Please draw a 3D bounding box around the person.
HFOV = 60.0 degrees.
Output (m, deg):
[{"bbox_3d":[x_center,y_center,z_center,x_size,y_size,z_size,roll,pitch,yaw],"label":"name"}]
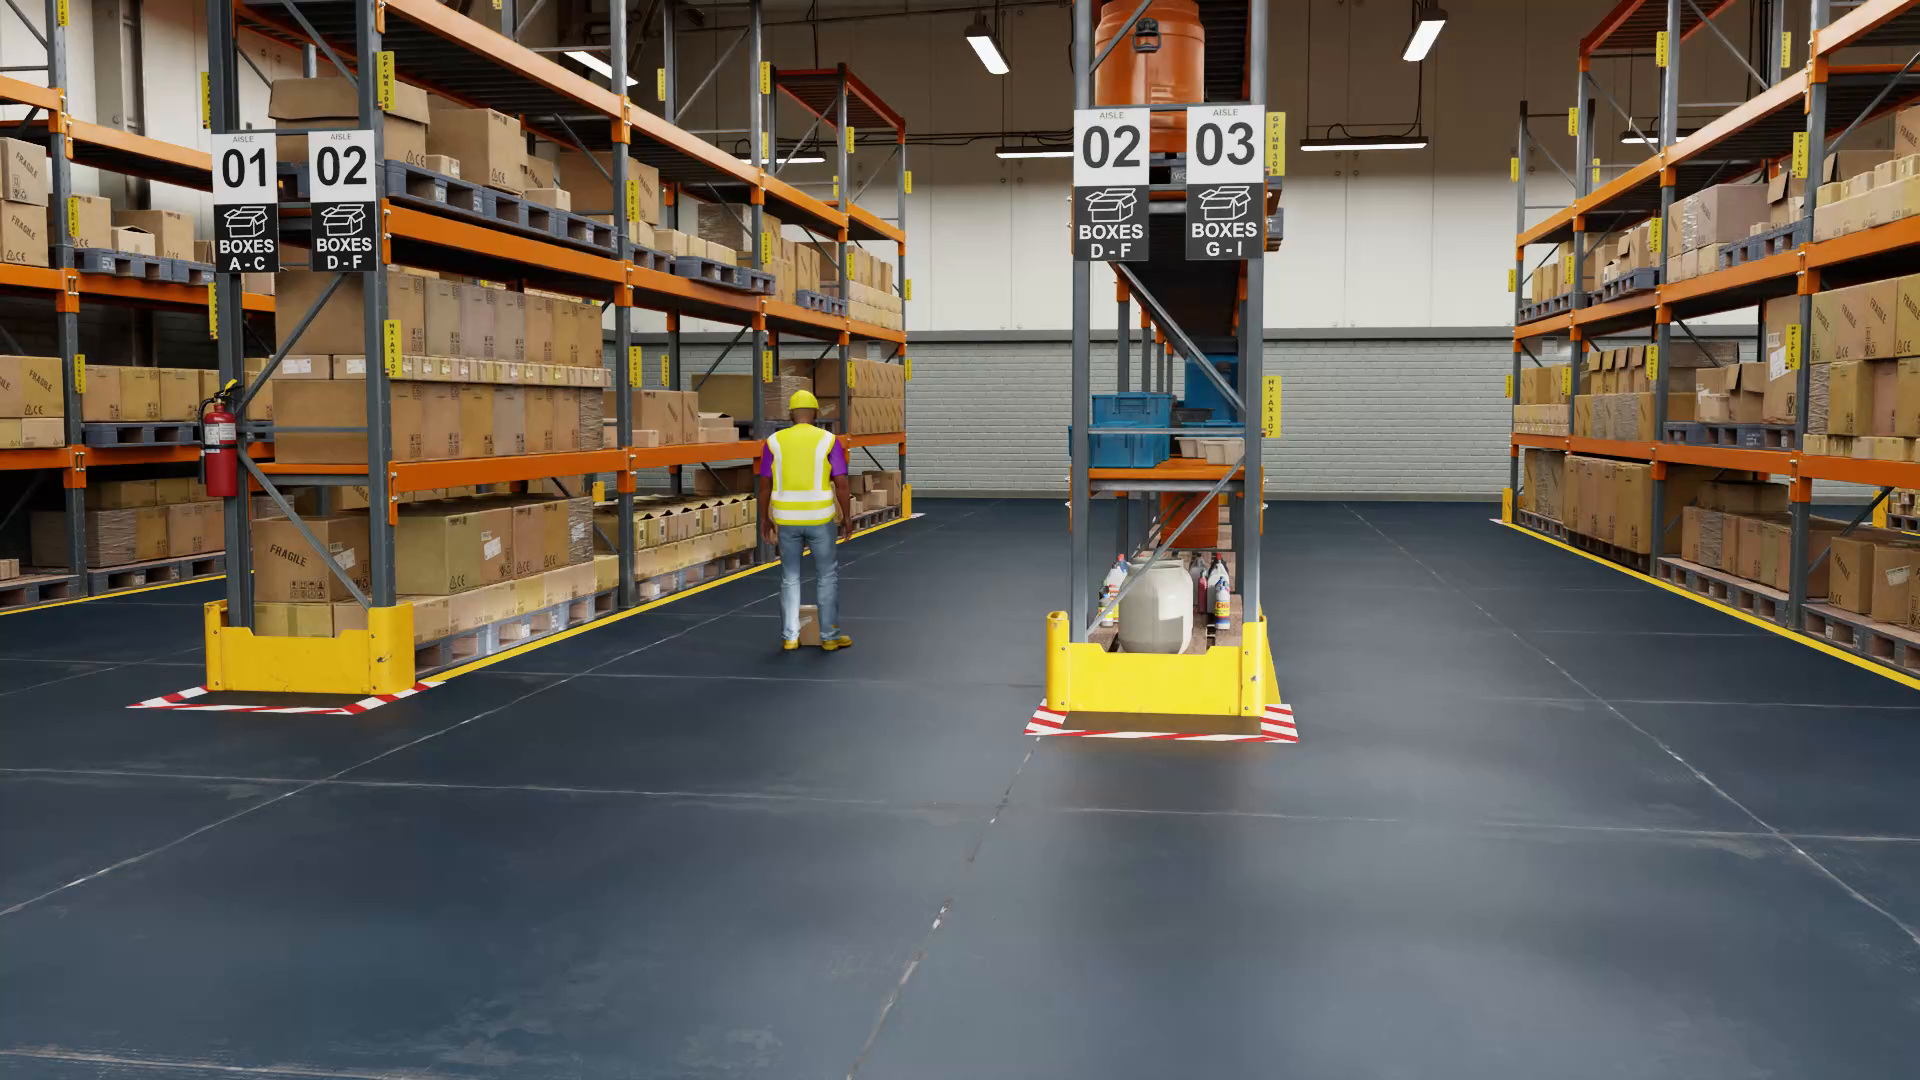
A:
[{"bbox_3d":[-1.052,-0.139,11.339,0.637,1.757,0.455,1,4,7],"label":"person"}]
